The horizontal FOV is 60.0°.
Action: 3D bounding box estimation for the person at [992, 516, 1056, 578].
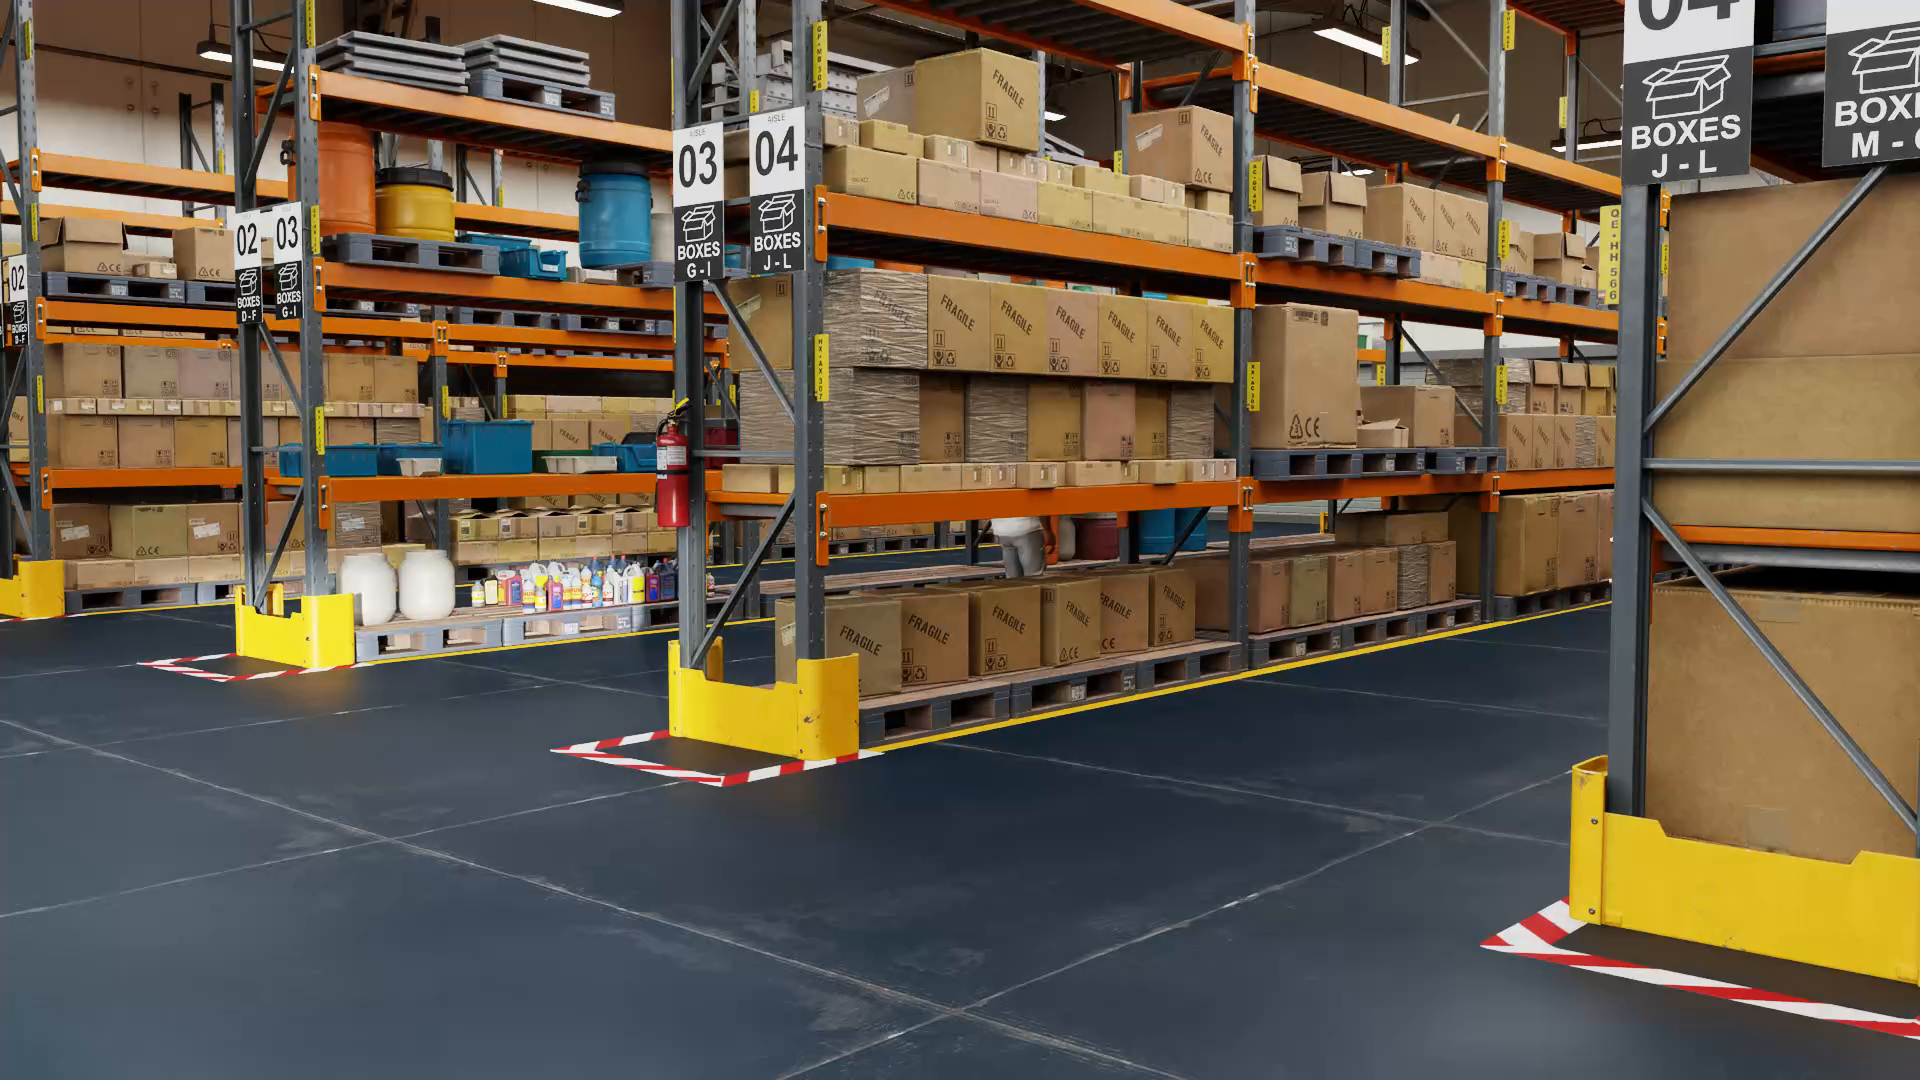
[{"bbox_3d":[0.494,-0.065,12.639,0.457,1.761,0.627,-2,4,-35],"label":"person"}]
